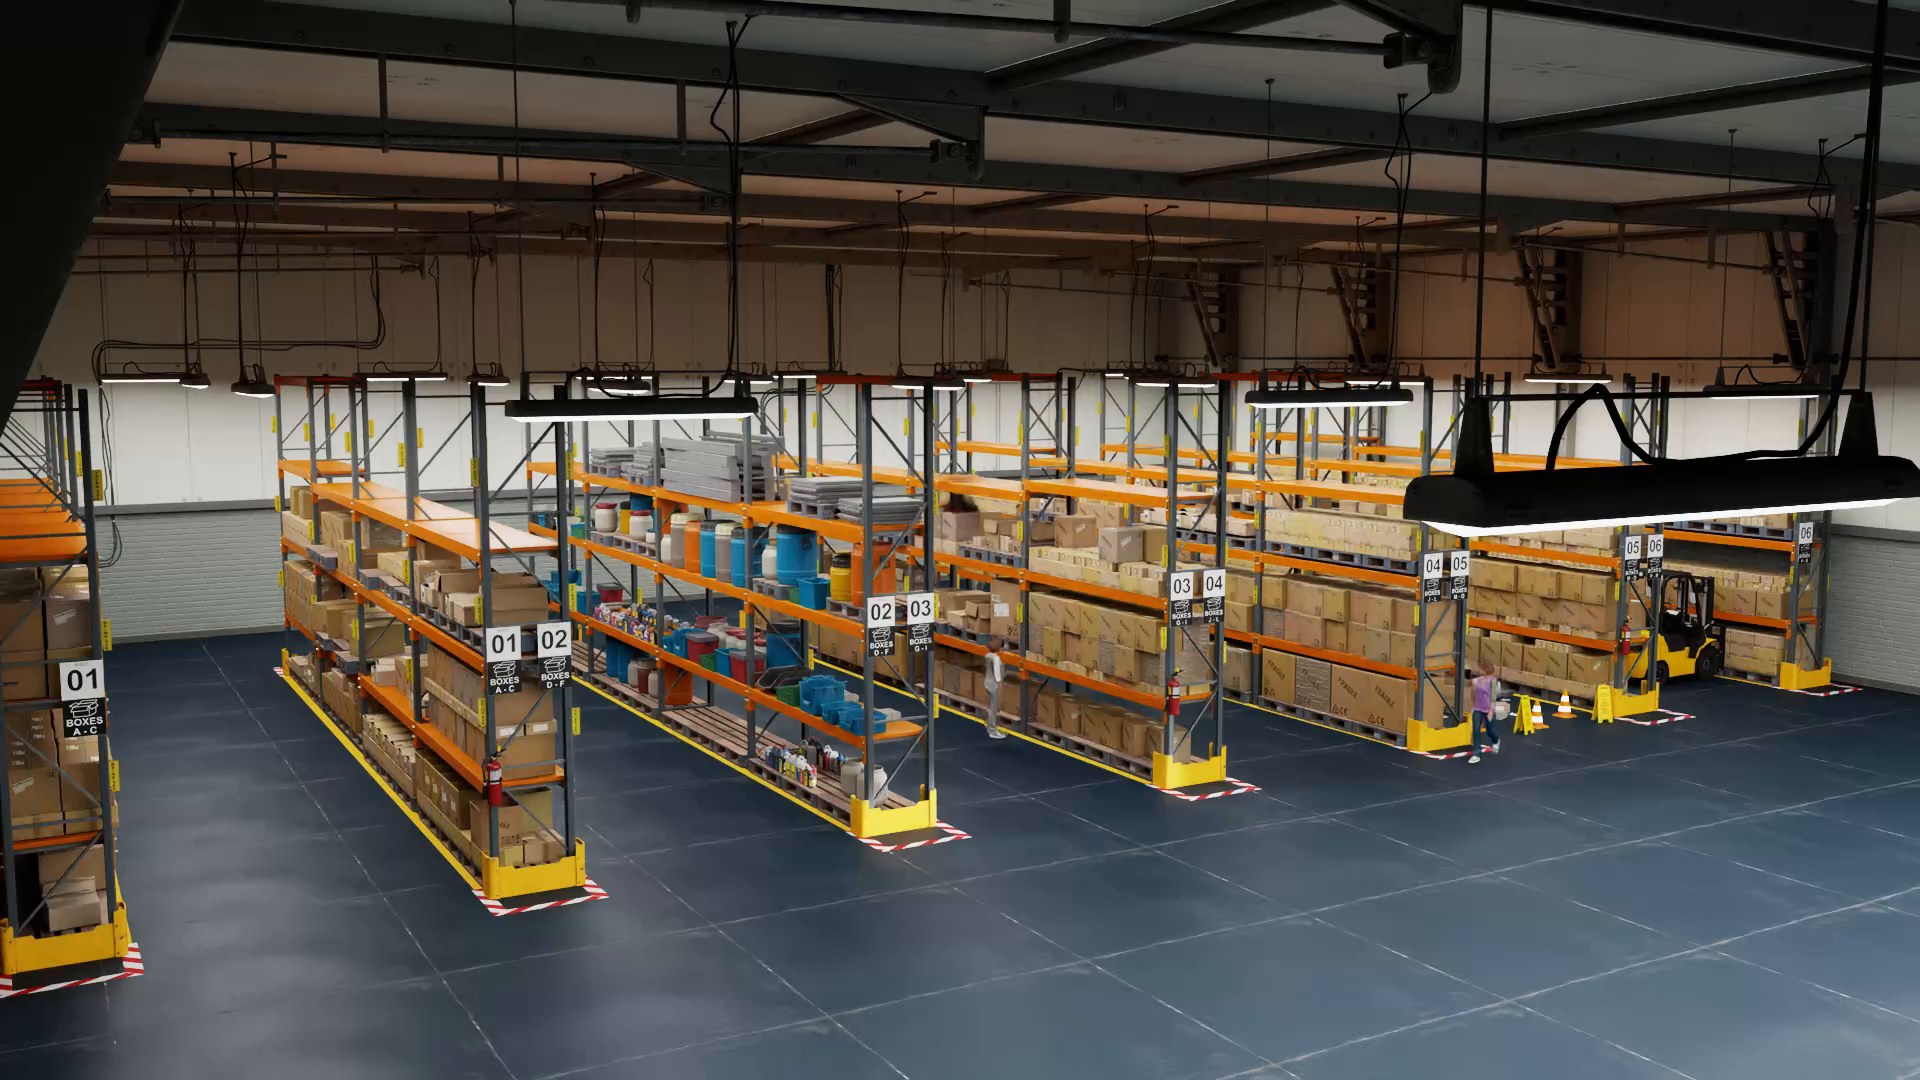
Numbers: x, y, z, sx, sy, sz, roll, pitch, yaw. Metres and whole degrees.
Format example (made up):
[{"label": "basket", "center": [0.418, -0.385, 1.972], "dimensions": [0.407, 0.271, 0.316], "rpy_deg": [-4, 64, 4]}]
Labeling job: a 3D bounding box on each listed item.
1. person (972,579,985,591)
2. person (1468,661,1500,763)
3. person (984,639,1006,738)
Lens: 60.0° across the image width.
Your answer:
[{"label": "person", "center": [0.437, 0.761, 42.842], "dimensions": [0.631, 1.774, 0.467], "rpy_deg": [-3, 7, -27]}, {"label": "person", "center": [8.257, 2.683, 26.131], "dimensions": [0.378, 1.588, 0.716], "rpy_deg": [4, 8, 34]}, {"label": "person", "center": [0.555, 2.423, 26.877], "dimensions": [0.326, 1.662, 0.482], "rpy_deg": [-2, 7, -17]}]
